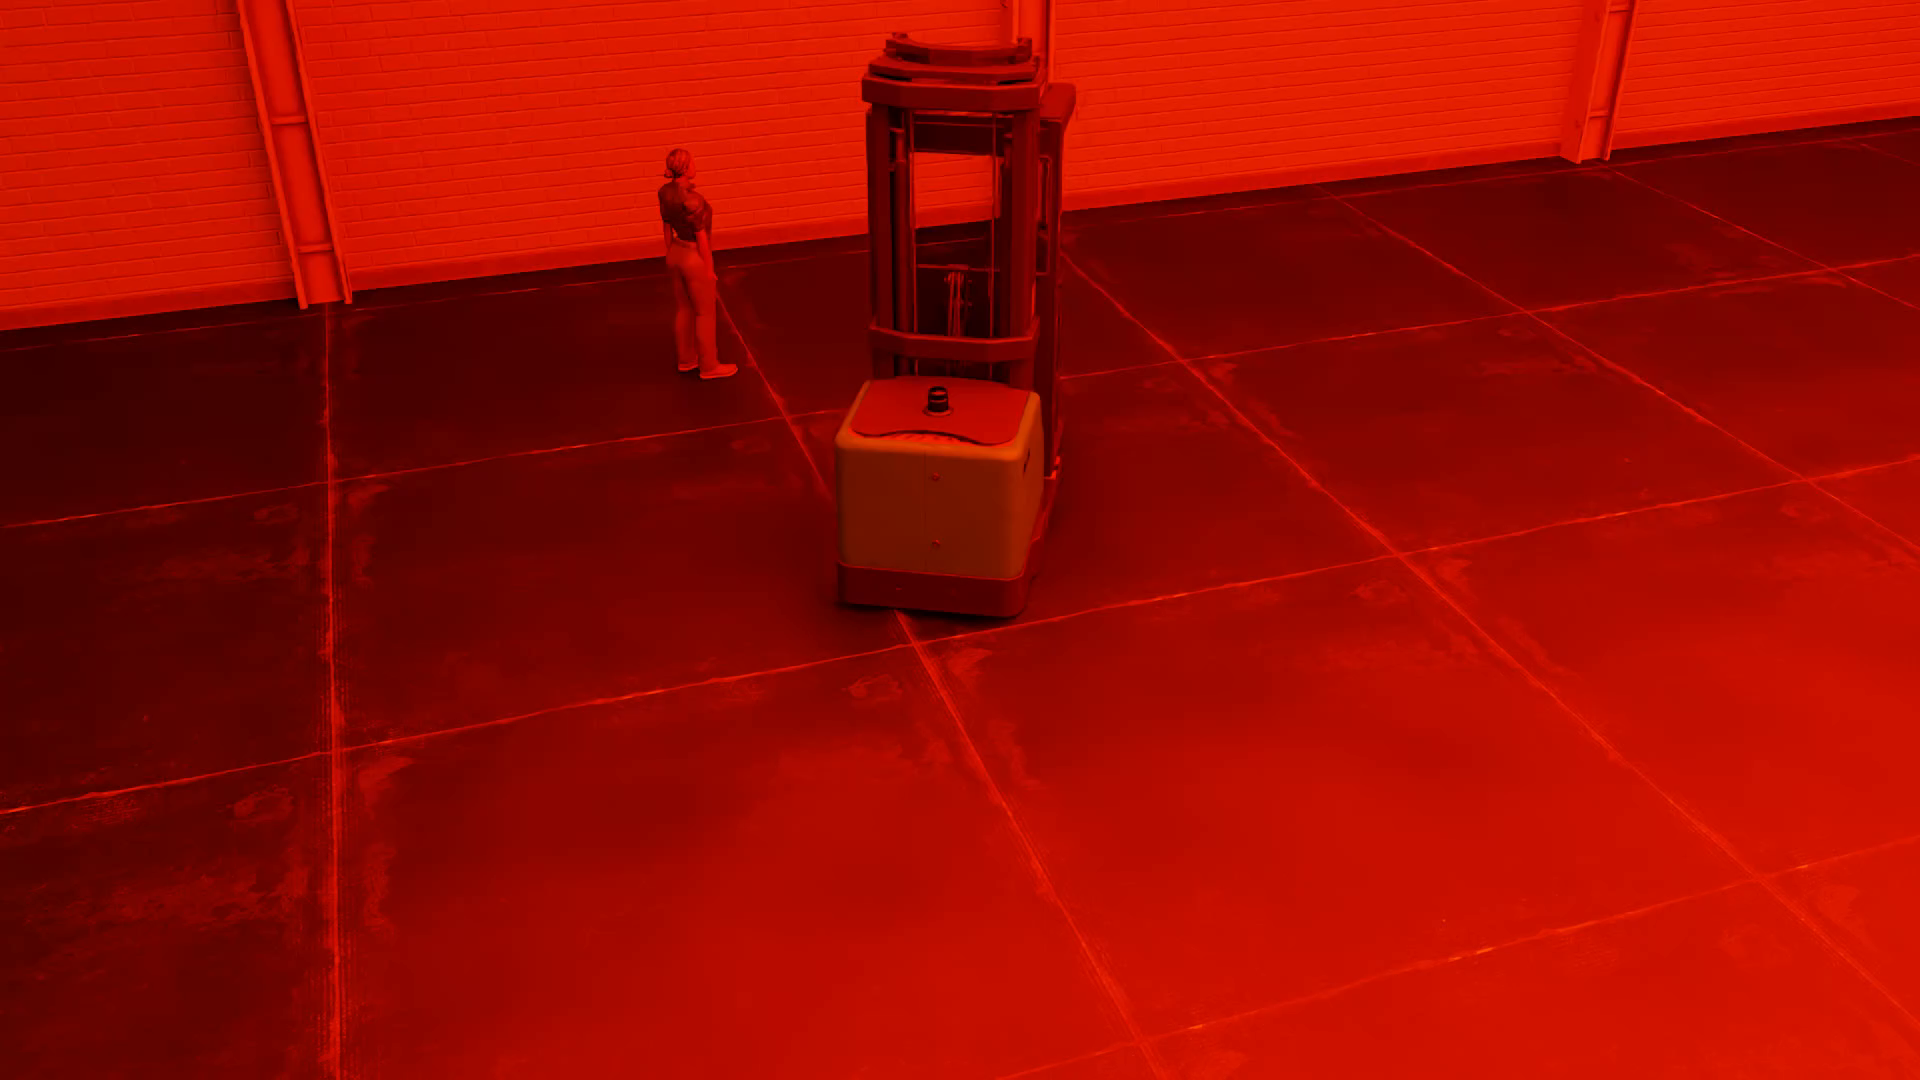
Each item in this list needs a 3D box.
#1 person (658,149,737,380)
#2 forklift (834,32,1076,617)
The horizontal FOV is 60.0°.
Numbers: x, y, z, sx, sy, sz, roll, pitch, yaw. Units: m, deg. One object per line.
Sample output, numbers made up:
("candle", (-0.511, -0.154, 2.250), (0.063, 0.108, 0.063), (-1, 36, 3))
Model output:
("person", (-1.881, -1.958, 11.771), (0.451, 1.660, 0.339), (25, 38, 36))
("forklift", (0.065, -1.563, 9.804), (1.130, 2.935, 3.031), (5, 30, 8))
